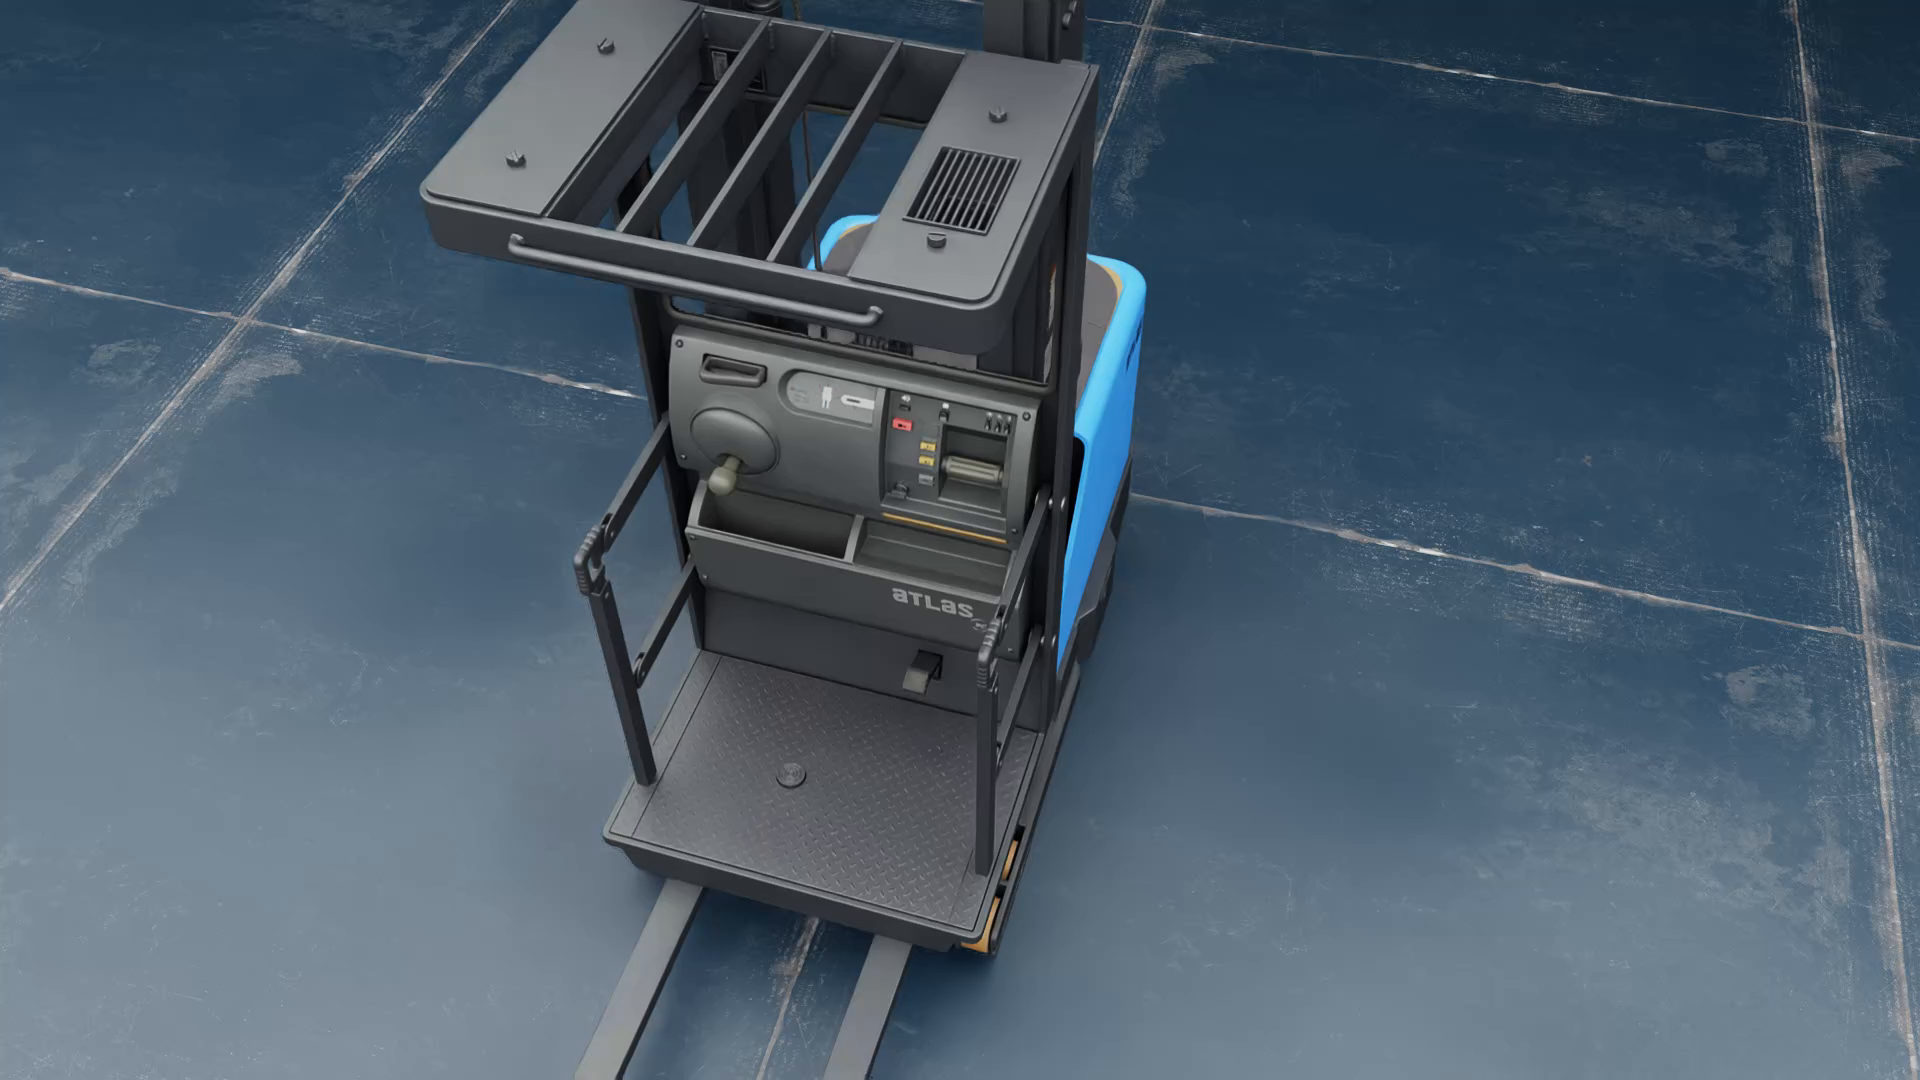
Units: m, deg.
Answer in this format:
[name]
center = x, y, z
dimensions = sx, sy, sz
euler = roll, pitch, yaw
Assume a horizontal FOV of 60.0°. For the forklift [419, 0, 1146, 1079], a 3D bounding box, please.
[forklift]
center = -0.332, -0.147, 3.924
dimensions = 1.130, 2.935, 3.031
euler = 13, 50, 11
